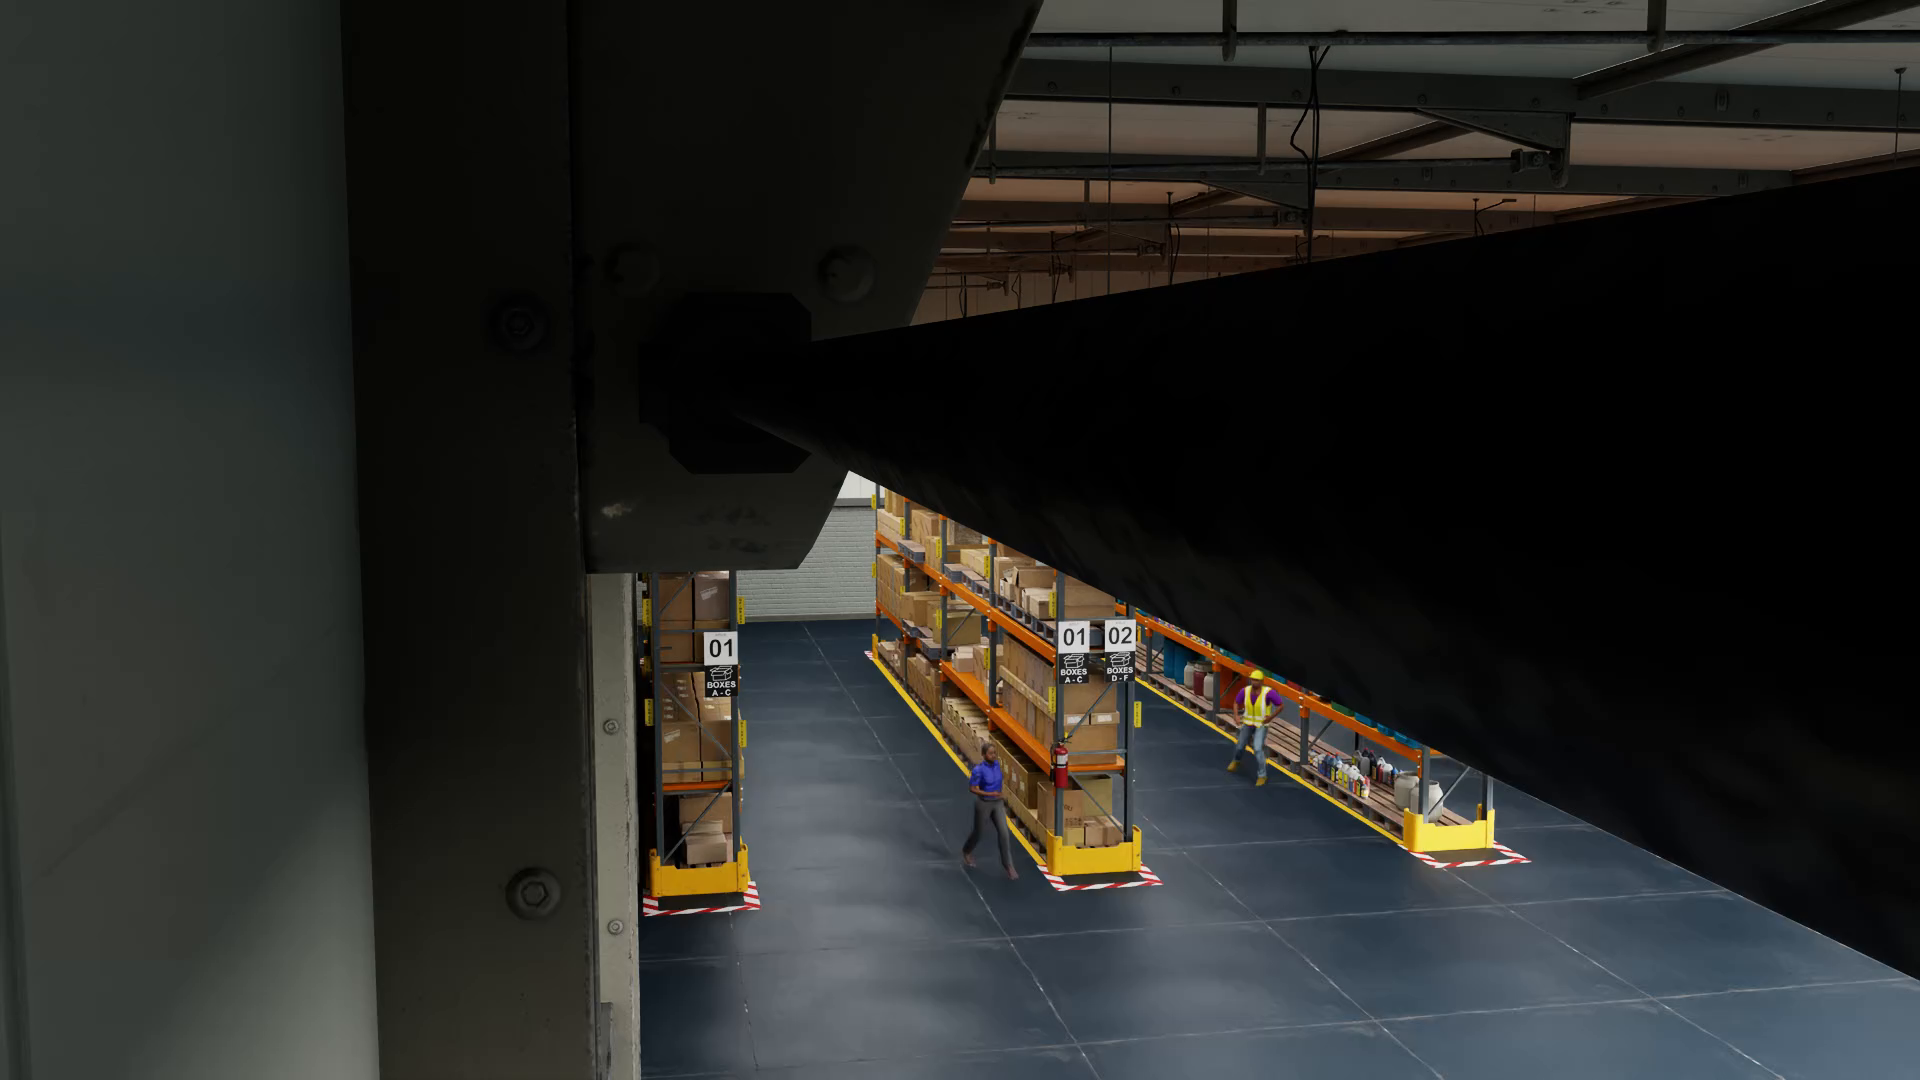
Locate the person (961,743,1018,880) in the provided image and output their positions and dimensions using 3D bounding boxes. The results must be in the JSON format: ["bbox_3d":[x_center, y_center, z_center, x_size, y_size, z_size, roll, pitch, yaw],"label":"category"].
[{"bbox_3d":[0.335,3.352,20.808,0.587,1.676,0.913,-4,7,-34],"label":"person"}]

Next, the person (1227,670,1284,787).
[{"bbox_3d":[4.516,2.862,25.607,0.915,1.758,0.743,3,7,26],"label":"person"}]
